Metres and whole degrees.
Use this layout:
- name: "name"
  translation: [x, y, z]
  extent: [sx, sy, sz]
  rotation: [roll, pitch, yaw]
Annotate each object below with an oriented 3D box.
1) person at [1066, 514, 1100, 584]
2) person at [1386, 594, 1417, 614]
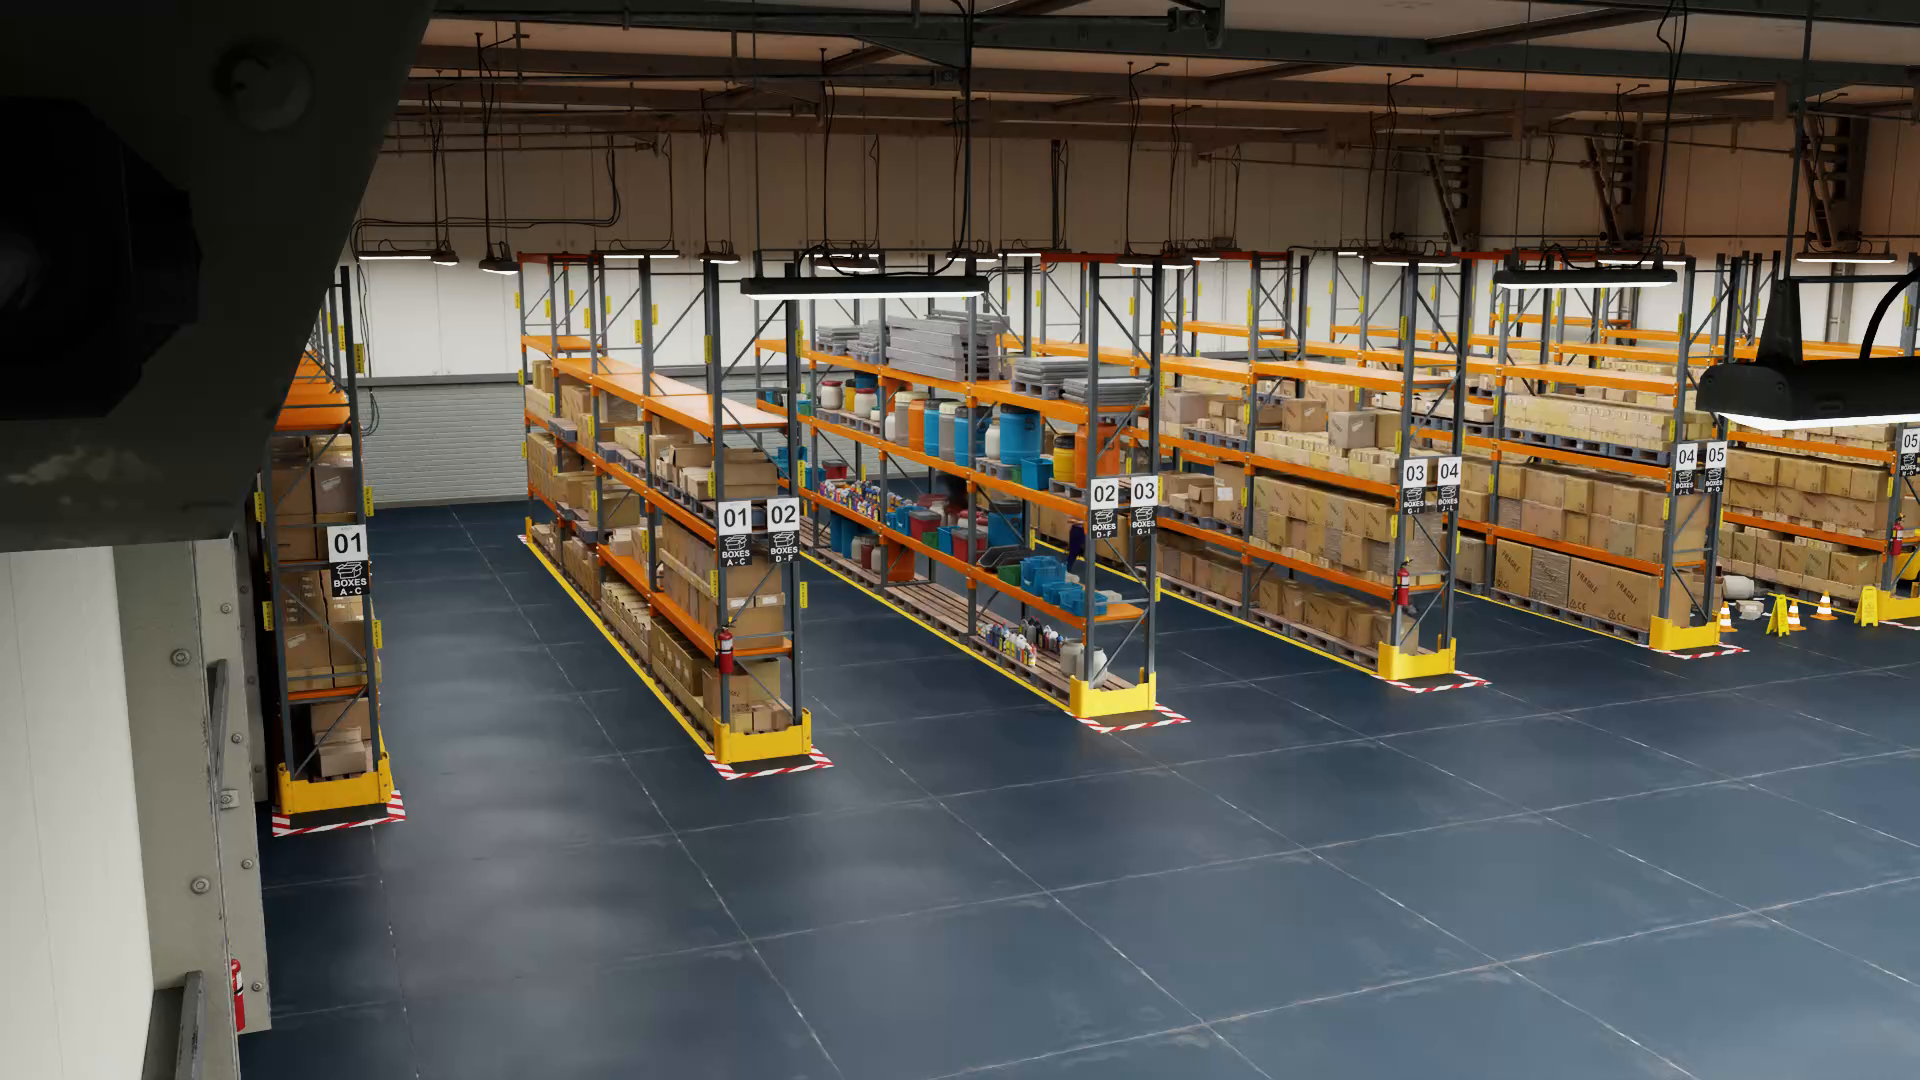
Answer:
- name: "person"
  translation: [2.147, -0.066, 29.243]
  extent: [0.606, 1.687, 0.861]
  rotation: [-7, 13, -34]
- name: "person"
  translation: [7.571, 0.296, 28.467]
  extent: [0.686, 1.804, 0.988]
  rotation: [-5, 12, -26]
